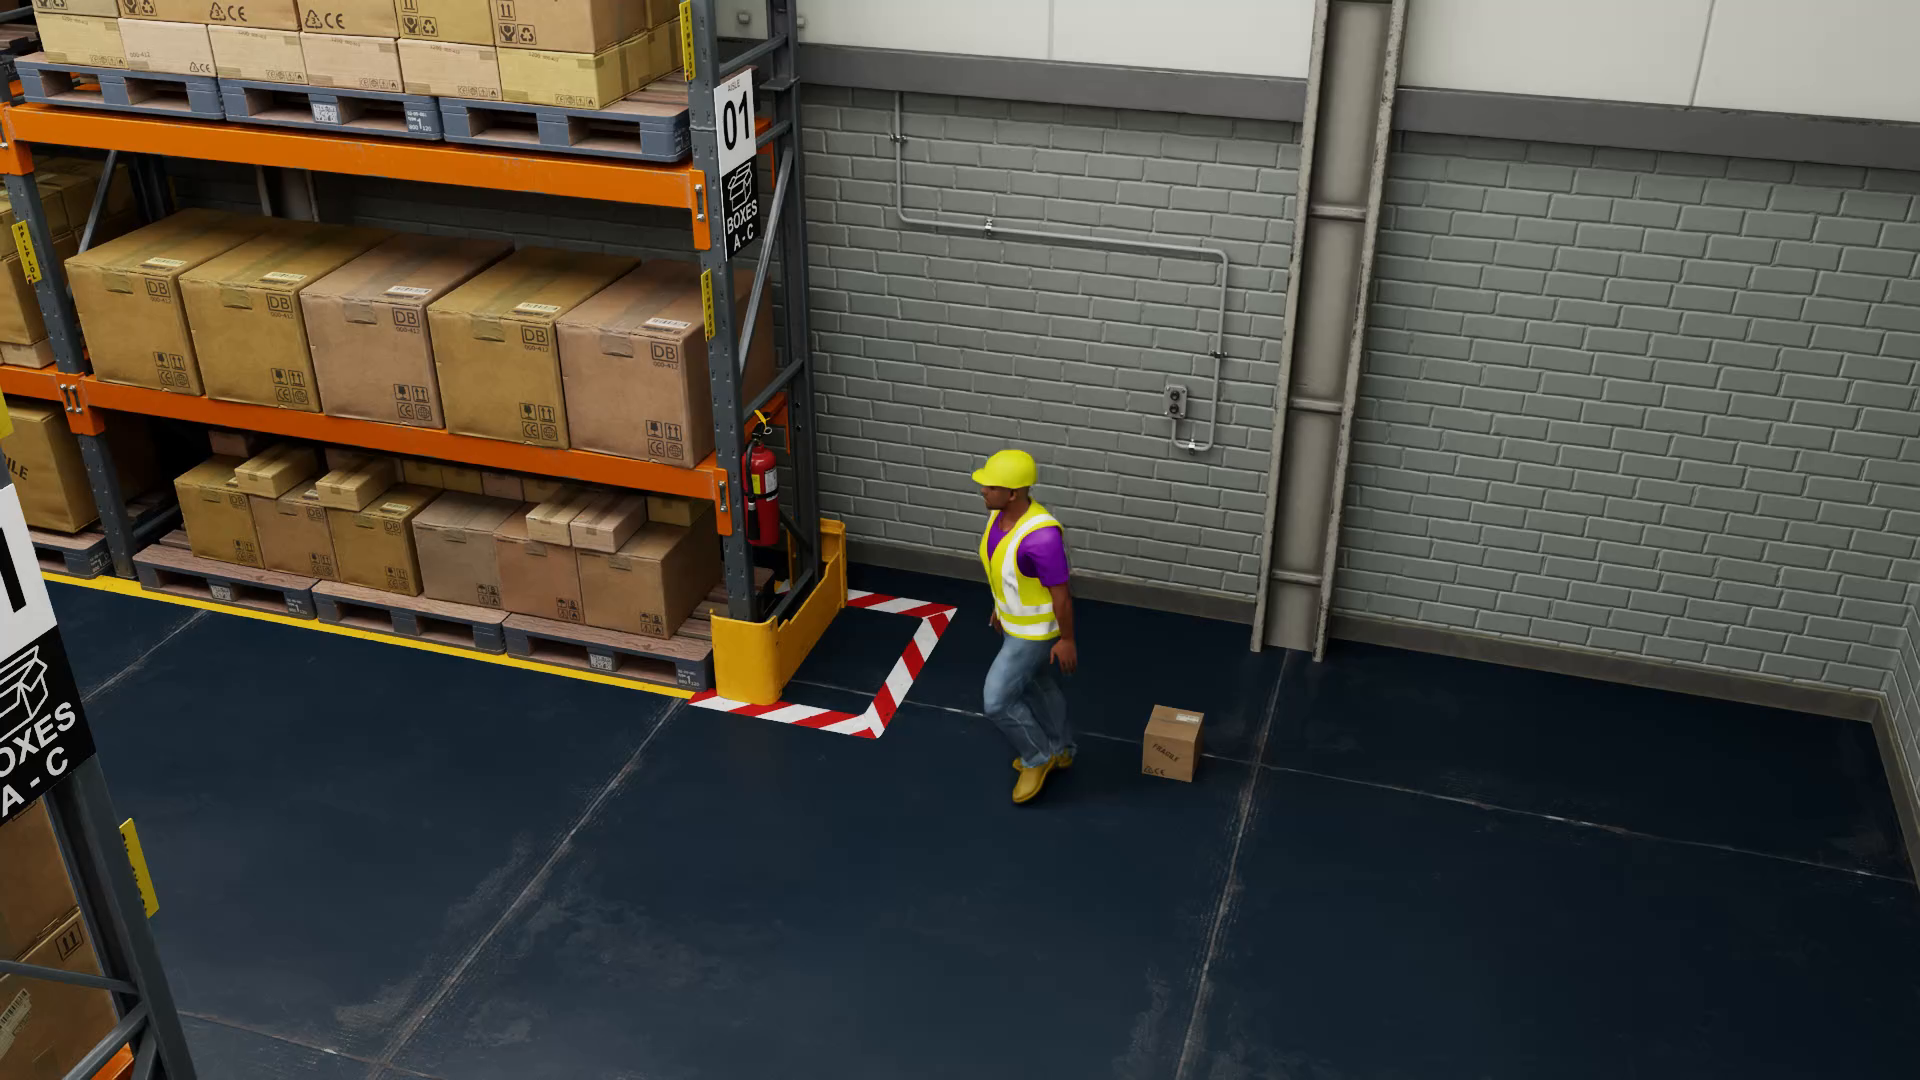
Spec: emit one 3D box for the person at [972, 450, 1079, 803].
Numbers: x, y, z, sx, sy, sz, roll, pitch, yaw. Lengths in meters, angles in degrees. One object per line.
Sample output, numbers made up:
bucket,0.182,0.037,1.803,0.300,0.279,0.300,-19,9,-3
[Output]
person,0.323,0.371,7.777,0.531,1.743,0.608,-8,30,-14
